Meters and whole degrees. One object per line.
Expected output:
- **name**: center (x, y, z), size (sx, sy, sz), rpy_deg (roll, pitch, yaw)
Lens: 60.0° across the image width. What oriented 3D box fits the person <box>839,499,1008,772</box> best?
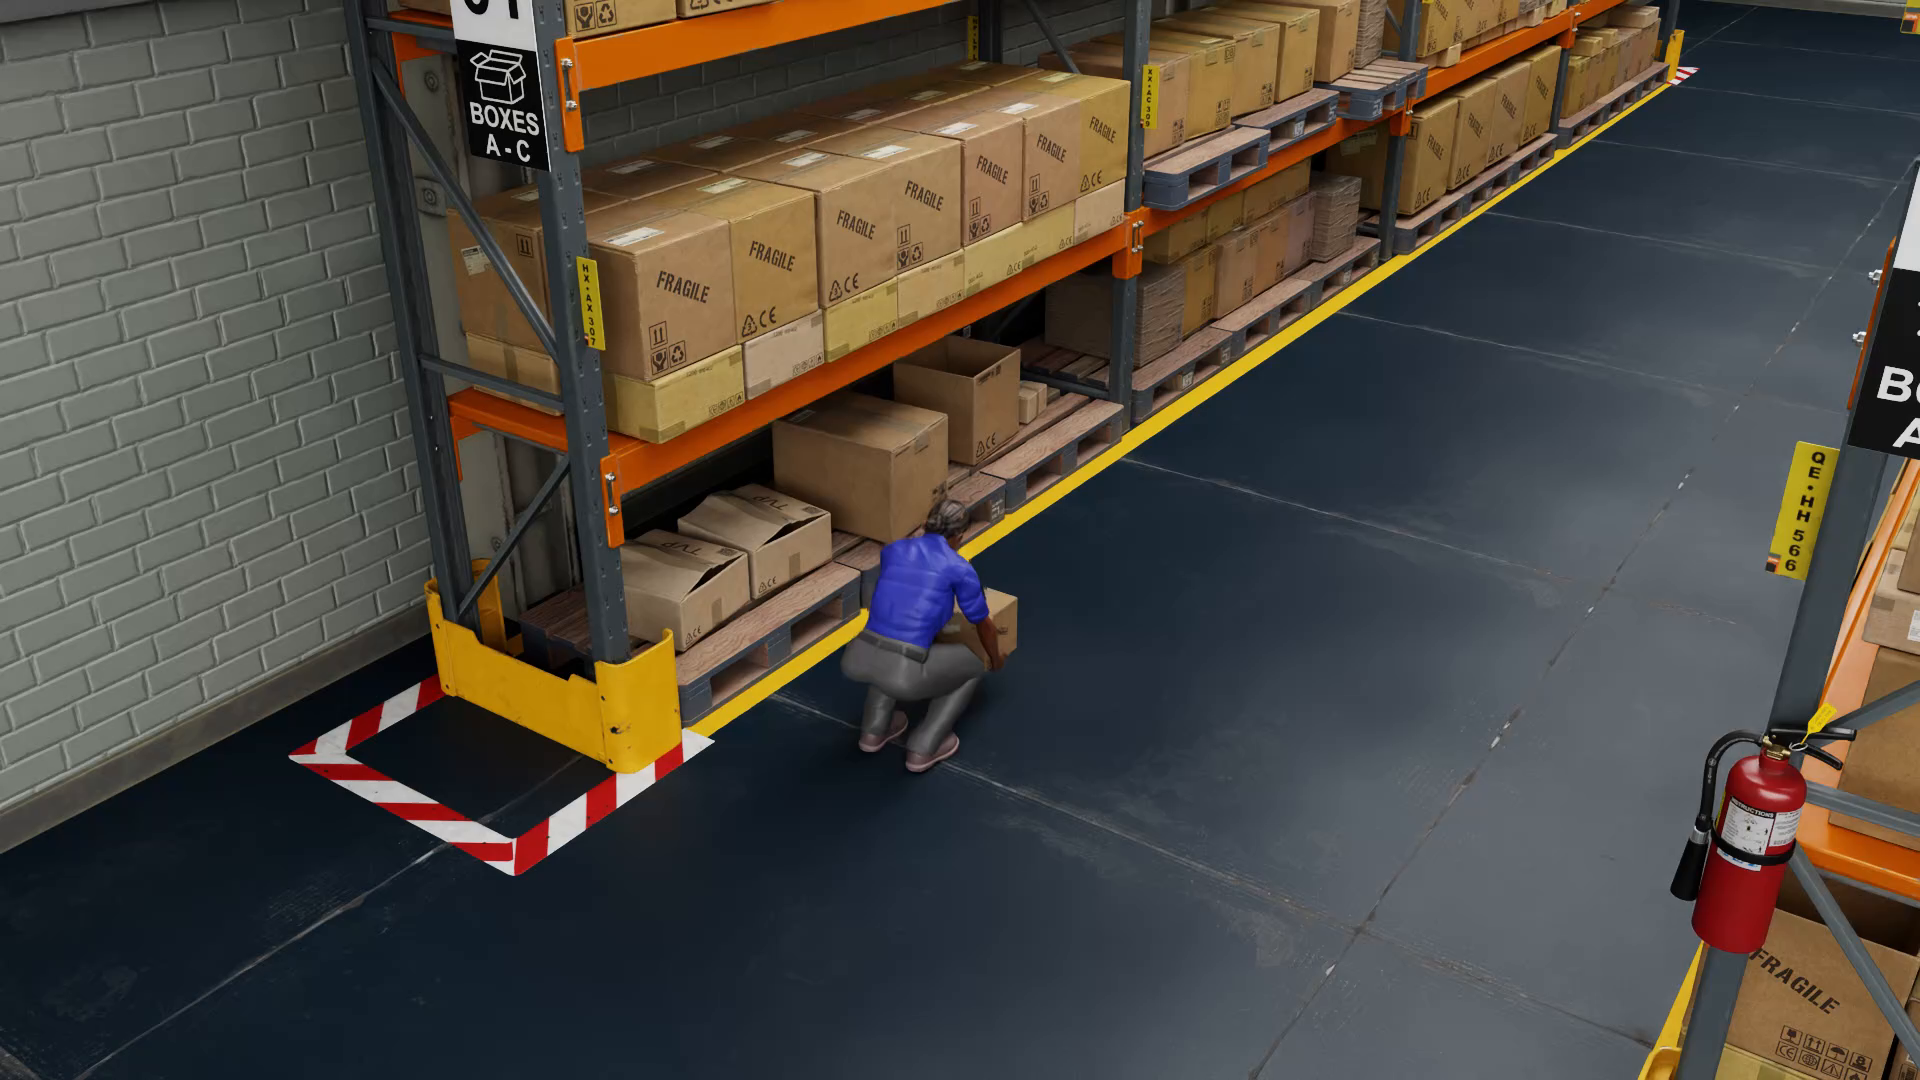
- **person**: center (-0.154, 0.374, 6.683), size (0.484, 0.946, 0.821), rpy_deg (17, 32, 30)
